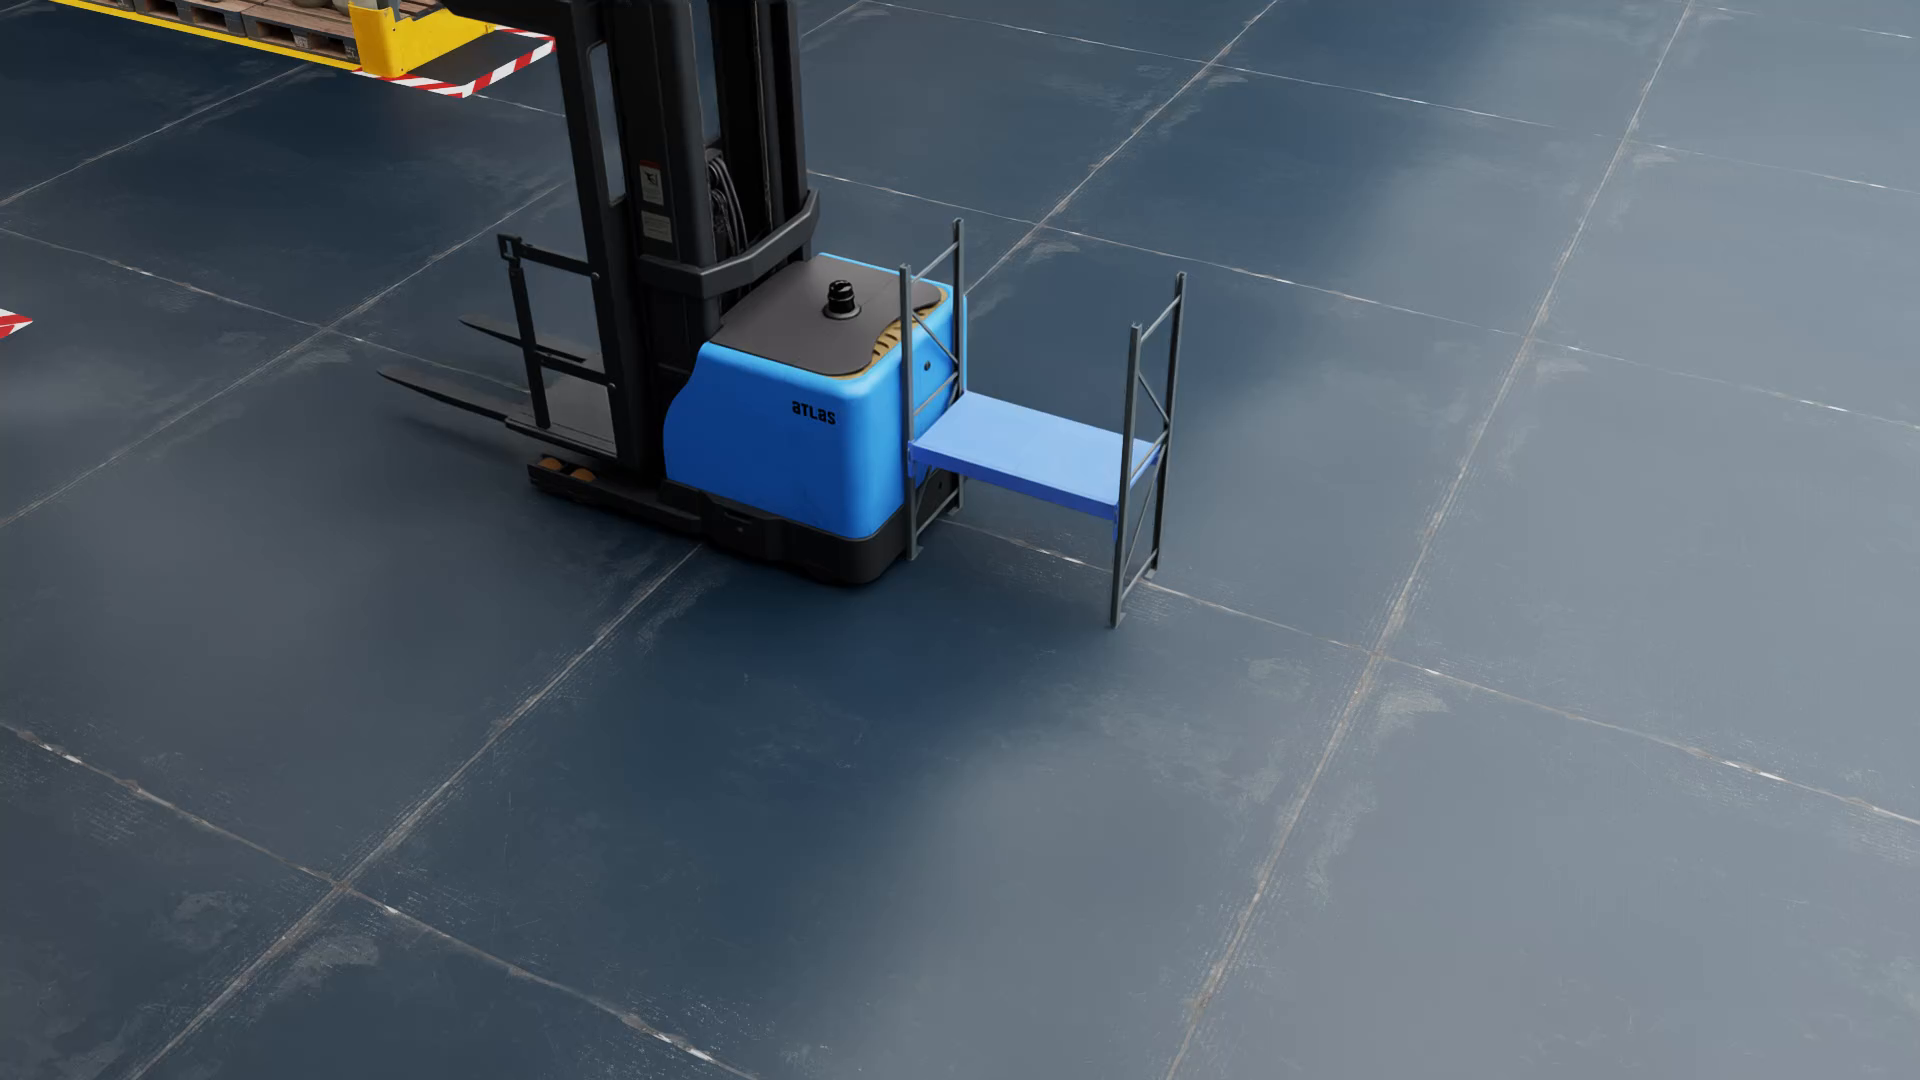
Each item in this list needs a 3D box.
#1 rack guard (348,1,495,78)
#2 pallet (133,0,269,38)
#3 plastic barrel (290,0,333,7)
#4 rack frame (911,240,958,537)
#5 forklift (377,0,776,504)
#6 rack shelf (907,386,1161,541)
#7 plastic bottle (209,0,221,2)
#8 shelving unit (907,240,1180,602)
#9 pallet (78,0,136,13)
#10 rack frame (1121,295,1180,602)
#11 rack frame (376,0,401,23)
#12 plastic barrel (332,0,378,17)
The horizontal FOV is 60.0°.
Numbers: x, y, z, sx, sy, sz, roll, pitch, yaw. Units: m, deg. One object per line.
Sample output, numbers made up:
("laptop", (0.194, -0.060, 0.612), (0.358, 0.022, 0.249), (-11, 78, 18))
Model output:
("rack guard", (-4.038, -3.942, 12.530), (0.348, 0.500, 1.175), (17, 41, 21))
("pallet", (-5.836, -4.396, 13.366), (1.213, 0.211, 1.003), (17, 41, 21))
("plastic barrel", (-5.013, -4.399, 12.775), (0.421, 0.512, 0.421), (0, 37, 0))
("rack frame", (-0.115, -0.636, 7.348), (0.013, 1.308, 0.475), (18, 41, 22))
("forklift", (-1.498, -1.607, 7.442), (3.031, 2.935, 1.121), (18, 41, 22))
("rack shelf", (0.333, -0.347, 7.265), (1.000, 0.185, 0.538), (18, 41, 22))
("plastic bottle", (-5.781, -4.278, 12.855), (0.097, 0.201, 0.097), (0, 37, 0))
("shelving unit", (0.333, -0.491, 7.156), (1.030, 1.308, 0.538), (18, 41, 22))
("pallet", (-6.923, -4.734, 13.812), (1.213, 0.211, 1.003), (17, 41, 21))
("rack frame", (0.782, -0.347, 6.966), (0.013, 1.308, 0.475), (18, 41, 22))
("rack frame", (-3.949, -4.942, 11.779), (0.127, 3.000, 1.000), (17, 41, 21))
("plastic barrel", (-4.568, -4.260, 12.591), (0.421, 0.512, 0.421), (0, 37, 0))
